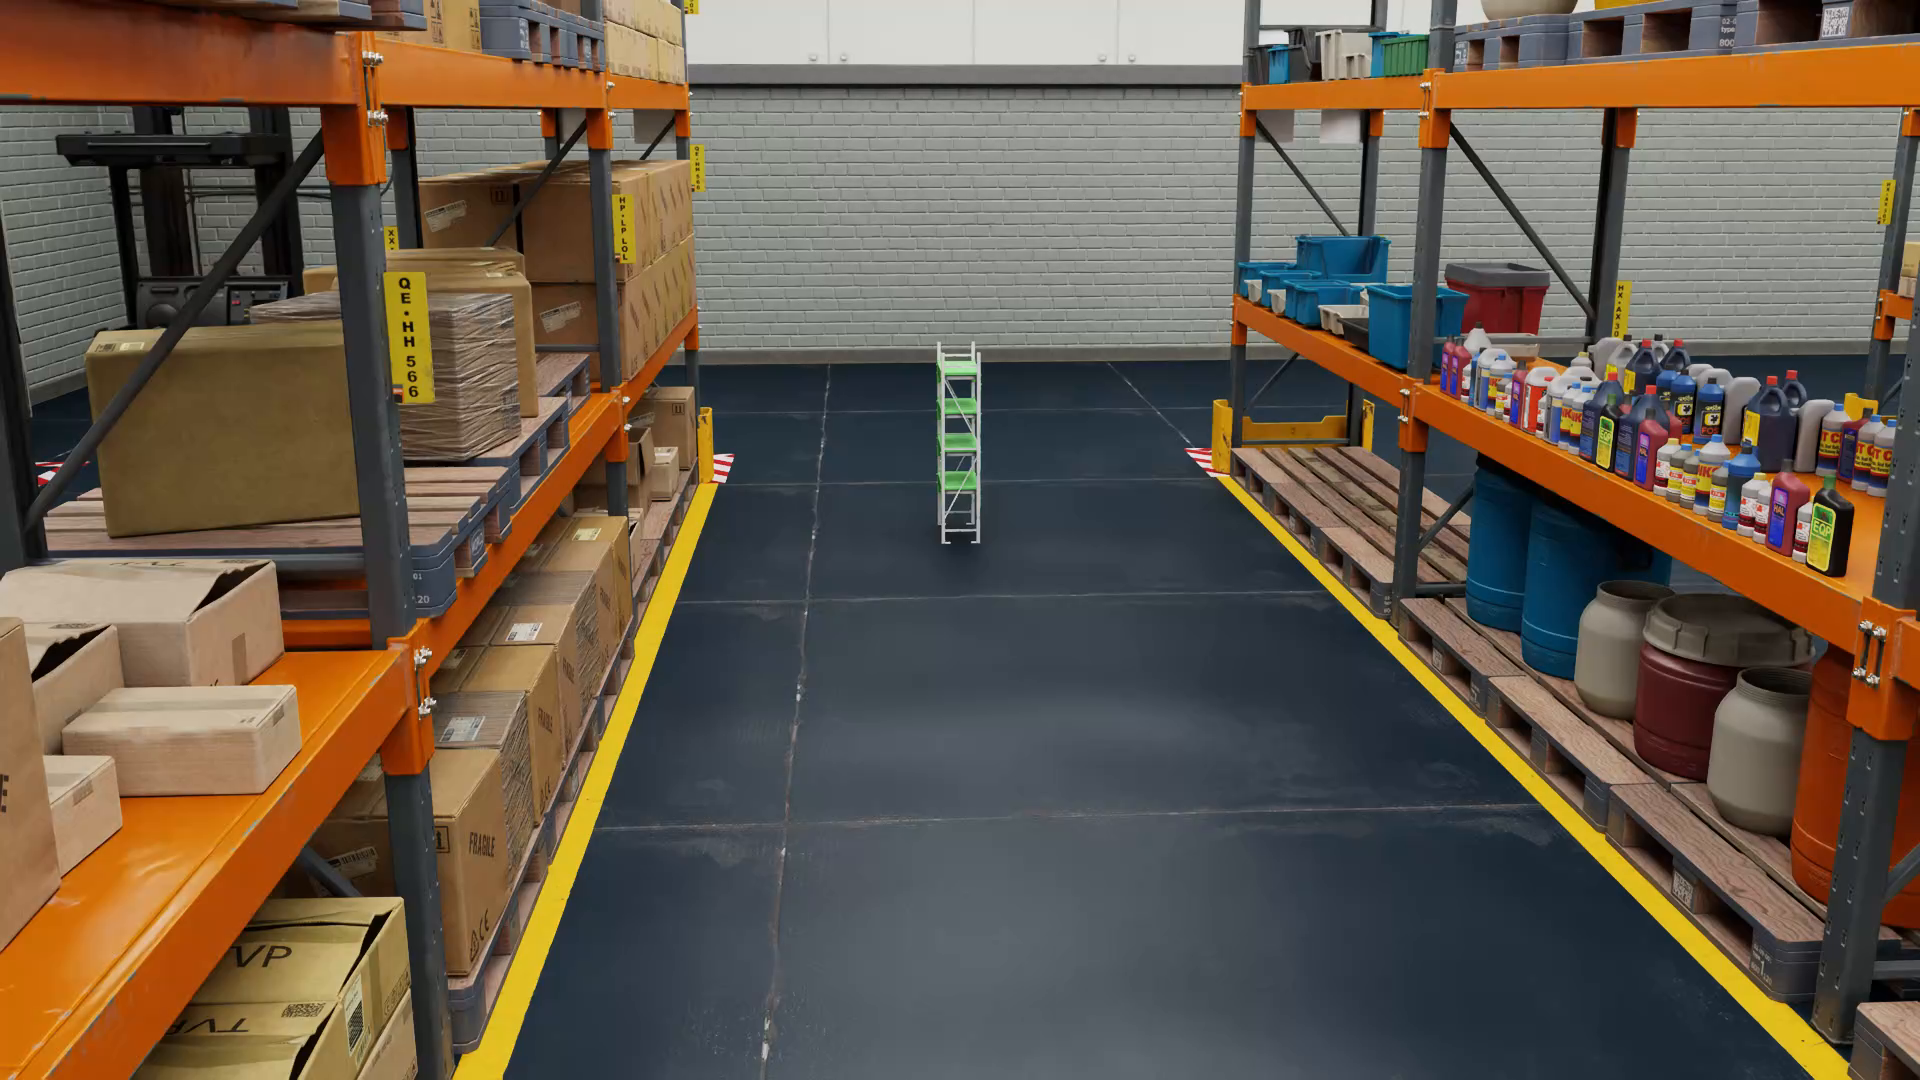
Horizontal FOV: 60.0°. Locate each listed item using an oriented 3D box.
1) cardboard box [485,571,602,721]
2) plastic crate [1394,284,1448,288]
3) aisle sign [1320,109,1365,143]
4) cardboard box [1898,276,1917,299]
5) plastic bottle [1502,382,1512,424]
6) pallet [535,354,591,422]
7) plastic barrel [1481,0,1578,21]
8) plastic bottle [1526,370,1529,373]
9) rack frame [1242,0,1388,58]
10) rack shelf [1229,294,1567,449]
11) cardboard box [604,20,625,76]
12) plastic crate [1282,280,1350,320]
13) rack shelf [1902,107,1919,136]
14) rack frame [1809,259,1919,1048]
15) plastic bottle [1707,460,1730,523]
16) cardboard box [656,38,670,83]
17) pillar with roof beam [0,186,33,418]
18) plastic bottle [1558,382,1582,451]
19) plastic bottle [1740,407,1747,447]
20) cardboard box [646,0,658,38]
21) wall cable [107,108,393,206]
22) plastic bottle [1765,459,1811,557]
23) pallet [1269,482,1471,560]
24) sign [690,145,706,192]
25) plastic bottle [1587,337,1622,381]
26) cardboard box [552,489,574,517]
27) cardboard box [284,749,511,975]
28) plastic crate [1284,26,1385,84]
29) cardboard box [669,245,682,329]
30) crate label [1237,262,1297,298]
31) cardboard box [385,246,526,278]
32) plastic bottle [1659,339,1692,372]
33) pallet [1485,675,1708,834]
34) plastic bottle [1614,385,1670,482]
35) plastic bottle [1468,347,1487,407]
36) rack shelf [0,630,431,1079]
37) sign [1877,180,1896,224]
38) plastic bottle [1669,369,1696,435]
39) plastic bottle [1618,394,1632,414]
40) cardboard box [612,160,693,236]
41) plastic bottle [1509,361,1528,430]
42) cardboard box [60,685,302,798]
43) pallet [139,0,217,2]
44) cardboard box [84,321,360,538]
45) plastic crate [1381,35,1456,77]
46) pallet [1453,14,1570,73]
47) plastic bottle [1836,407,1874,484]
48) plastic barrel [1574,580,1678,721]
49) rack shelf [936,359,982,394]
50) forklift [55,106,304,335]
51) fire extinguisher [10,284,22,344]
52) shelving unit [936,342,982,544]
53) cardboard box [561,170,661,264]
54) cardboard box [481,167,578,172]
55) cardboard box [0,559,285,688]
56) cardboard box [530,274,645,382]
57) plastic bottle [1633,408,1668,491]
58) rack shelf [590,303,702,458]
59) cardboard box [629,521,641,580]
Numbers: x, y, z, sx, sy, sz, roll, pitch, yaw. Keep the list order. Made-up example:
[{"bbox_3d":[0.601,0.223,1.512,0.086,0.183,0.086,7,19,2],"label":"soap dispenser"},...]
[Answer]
[{"bbox_3d":[-1.799,0.438,6.937,0.500,0.500,0.500,-1,14,-3],"label":"cardboard box"},{"bbox_3d":[2.865,-1.355,9.891,0.437,0.282,0.530,-1,14,-3],"label":"plastic crate"},{"bbox_3d":[2.816,-3.277,12.026,0.394,0.787,0.004,-1,14,-3],"label":"aisle sign"},{"bbox_3d":[7.164,-1.857,12.228,0.380,0.149,0.250,-1,14,-3],"label":"cardboard box"},{"bbox_3d":[2.439,-0.615,7.295,0.097,0.201,0.097,0,14,0],"label":"plastic bottle"},{"bbox_3d":[-2.228,-0.632,7.348,1.003,0.211,1.213,-1,14,-3],"label":"pallet"},{"bbox_3d":[2.558,-2.588,7.430,0.433,0.535,0.433,0,14,0],"label":"plastic barrel"},{"bbox_3d":[2.570,-0.699,7.623,0.097,0.201,0.097,0,14,0],"label":"plastic bottle"},{"bbox_3d":[2.528,-4.901,11.515,1.000,3.000,0.127,-1,14,-3],"label":"rack frame"},{"bbox_3d":[2.652,-1.150,10.419,1.077,0.370,4.000,-1,14,-3],"label":"rack shelf"},{"bbox_3d":[-1.952,-2.430,8.233,0.500,0.250,0.500,-1,14,-3],"label":"cardboard box"},{"bbox_3d":[2.296,-1.550,10.745,0.416,0.233,0.300,-1,14,-3],"label":"plastic crate"},{"bbox_3d":[7.595,-2.679,10.343,1.077,0.370,4.000,-1,14,-3],"label":"rack shelf"},{"bbox_3d":[3.023,-0.006,4.530,1.000,3.000,0.127,-1,14,-3],"label":"rack frame"},{"bbox_3d":[2.551,-0.163,5.538,0.097,0.201,0.097,0,14,0],"label":"plastic bottle"},{"bbox_3d":[-2.057,-2.928,10.167,0.500,0.250,0.500,-1,14,-3],"label":"cardboard box"},{"bbox_3d":[-4.094,-5.473,13.737,9.100,9.000,0.400,-1,14,-3],"label":"pillar with roof beam"},{"bbox_3d":[2.476,-0.500,6.709,0.097,0.271,0.097,0,14,0],"label":"plastic bottle"},{"bbox_3d":[3.234,-0.476,6.754,0.097,0.201,0.097,0,14,0],"label":"plastic bottle"},{"bbox_3d":[-2.034,-3.045,9.621,0.500,0.250,0.500,-1,14,-3],"label":"cardboard box"},{"bbox_3d":[-7.354,-4.656,16.796,3.097,2.526,0.112,-1,14,-3],"label":"wall cable"},{"bbox_3d":[2.558,-0.101,5.133,0.061,0.283,0.133,-1,14,-3],"label":"plastic bottle"},{"bbox_3d":[2.613,-0.137,10.634,1.003,0.211,1.213,-1,14,-3],"label":"pallet"},{"bbox_3d":[-1.861,-2.638,11.800,0.100,0.325,0.005,-1,14,-3],"label":"sign"},{"bbox_3d":[3.123,-0.848,8.050,0.152,0.276,0.135,-1,14,-3],"label":"plastic bottle"},{"bbox_3d":[-2.533,-0.160,9.642,0.500,0.311,0.500,-1,14,-3],"label":"cardboard box"},{"bbox_3d":[-1.664,0.949,4.950,0.500,0.500,0.500,0,14,-1],"label":"cardboard box"},{"bbox_3d":[2.348,-3.034,10.404,0.504,0.338,0.767,-1,14,-3],"label":"plastic crate"},{"bbox_3d":[-2.056,-1.608,10.556,0.500,0.500,0.500,-1,14,-3],"label":"cardboard box"},{"bbox_3d":[2.214,-1.877,12.018,0.416,0.233,0.303,-1,14,-3],"label":"crate label"},{"bbox_3d":[-2.362,-1.056,7.567,0.700,0.500,0.500,-6,16,-22],"label":"cardboard box"},{"bbox_3d":[3.171,-0.707,7.355,0.144,0.351,0.185,-1,14,-3],"label":"plastic bottle"},{"bbox_3d":[2.860,0.846,6.814,1.003,0.211,1.213,-1,14,-3],"label":"pallet"},{"bbox_3d":[2.533,-0.401,6.163,0.144,0.351,0.185,-1,14,-3],"label":"plastic bottle"},{"bbox_3d":[2.412,-0.755,7.699,0.097,0.271,0.097,0,14,0],"label":"plastic bottle"},{"bbox_3d":[-1.797,0.915,2.393,1.077,0.370,4.000,-1,14,-3],"label":"rack shelf"},{"bbox_3d":[6.917,-2.523,12.415,0.100,0.325,0.005,-1,14,-3],"label":"sign"},{"bbox_3d":[3.062,-0.589,7.055,0.097,0.271,0.097,0,14,0],"label":"plastic bottle"},{"bbox_3d":[2.543,-0.408,6.326,0.061,0.283,0.133,-1,14,-3],"label":"plastic bottle"},{"bbox_3d":[-2.114,-2.346,11.419,0.500,0.500,0.500,-1,14,-4],"label":"cardboard box"},{"bbox_3d":[2.428,-0.626,7.173,0.061,0.283,0.133,-1,14,-3],"label":"plastic bottle"},{"bbox_3d":[-1.589,0.411,3.415,0.380,0.149,0.250,-1,14,-3],"label":"cardboard box"},{"bbox_3d":[-1.717,-0.846,2.155,1.003,0.211,1.213,0,14,-1],"label":"pallet"},{"bbox_3d":[-2.072,-0.337,4.774,0.700,0.500,0.500,-6,16,-22],"label":"cardboard box"},{"bbox_3d":[2.448,-2.452,8.441,0.450,0.188,0.662,-1,14,-3],"label":"plastic crate"},{"bbox_3d":[2.922,-2.169,7.294,1.213,0.211,1.003,-1,14,-3],"label":"pallet"},{"bbox_3d":[3.293,-0.350,6.102,0.061,0.283,0.133,-1,14,-3],"label":"plastic bottle"},{"bbox_3d":[2.782,0.454,6.892,0.421,0.512,0.421,0,14,0],"label":"plastic barrel"},{"bbox_3d":[-0.010,-1.025,10.433,0.258,0.148,0.480,-1,14,-3],"label":"rack shelf"},{"bbox_3d":[-4.690,-1.446,10.266,1.130,2.935,3.031,-1,14,-3],"label":"forklift"},{"bbox_3d":[-6.909,-1.669,11.898,0.296,0.674,0.183,-1,14,-3],"label":"fire extinguisher"},{"bbox_3d":[-0.010,-0.622,10.537,0.258,1.200,0.503,-1,14,-3],"label":"shelving unit"},{"bbox_3d":[-1.981,-1.836,9.434,0.500,0.500,0.500,-1,14,-5],"label":"cardboard box"},{"bbox_3d":[-2.554,-1.958,9.908,0.500,0.500,0.500,-1,14,-4],"label":"cardboard box"},{"bbox_3d":[-1.942,0.204,3.893,0.500,0.311,0.500,0,14,0],"label":"cardboard box"},{"bbox_3d":[-1.928,-1.105,8.599,0.500,0.500,0.500,-1,14,-2],"label":"cardboard box"},{"bbox_3d":[2.502,-0.328,6.015,0.061,0.283,0.133,-1,14,-3],"label":"plastic bottle"},{"bbox_3d":[-2.292,-1.074,10.126,1.077,0.370,4.000,-1,14,-3],"label":"rack shelf"},{"bbox_3d":[-1.979,0.056,8.802,0.500,0.311,0.500,-1,14,-3],"label":"cardboard box"}]
